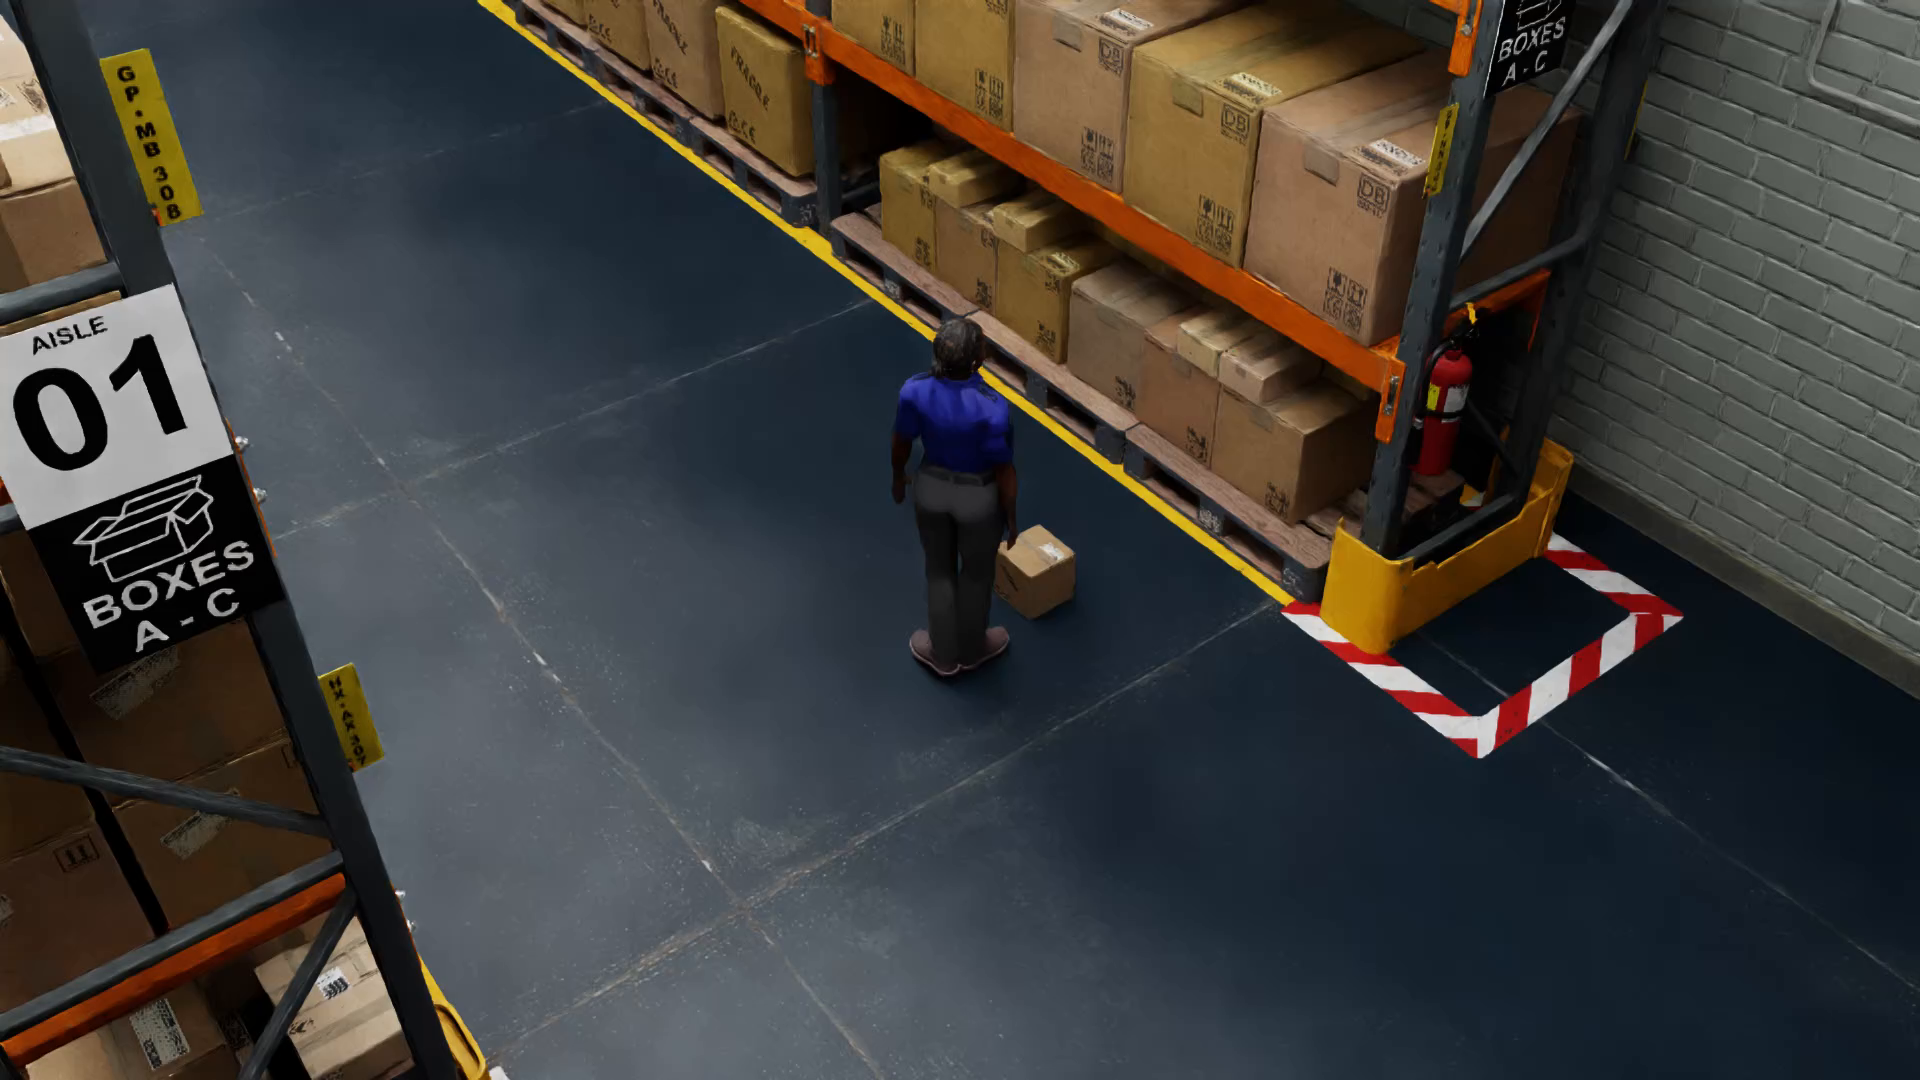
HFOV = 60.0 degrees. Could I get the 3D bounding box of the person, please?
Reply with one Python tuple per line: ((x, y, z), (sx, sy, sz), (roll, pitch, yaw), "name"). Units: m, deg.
((-0.022, -0.167, 6.338), (0.537, 1.657, 0.353), (13, 42, 15), "person")
